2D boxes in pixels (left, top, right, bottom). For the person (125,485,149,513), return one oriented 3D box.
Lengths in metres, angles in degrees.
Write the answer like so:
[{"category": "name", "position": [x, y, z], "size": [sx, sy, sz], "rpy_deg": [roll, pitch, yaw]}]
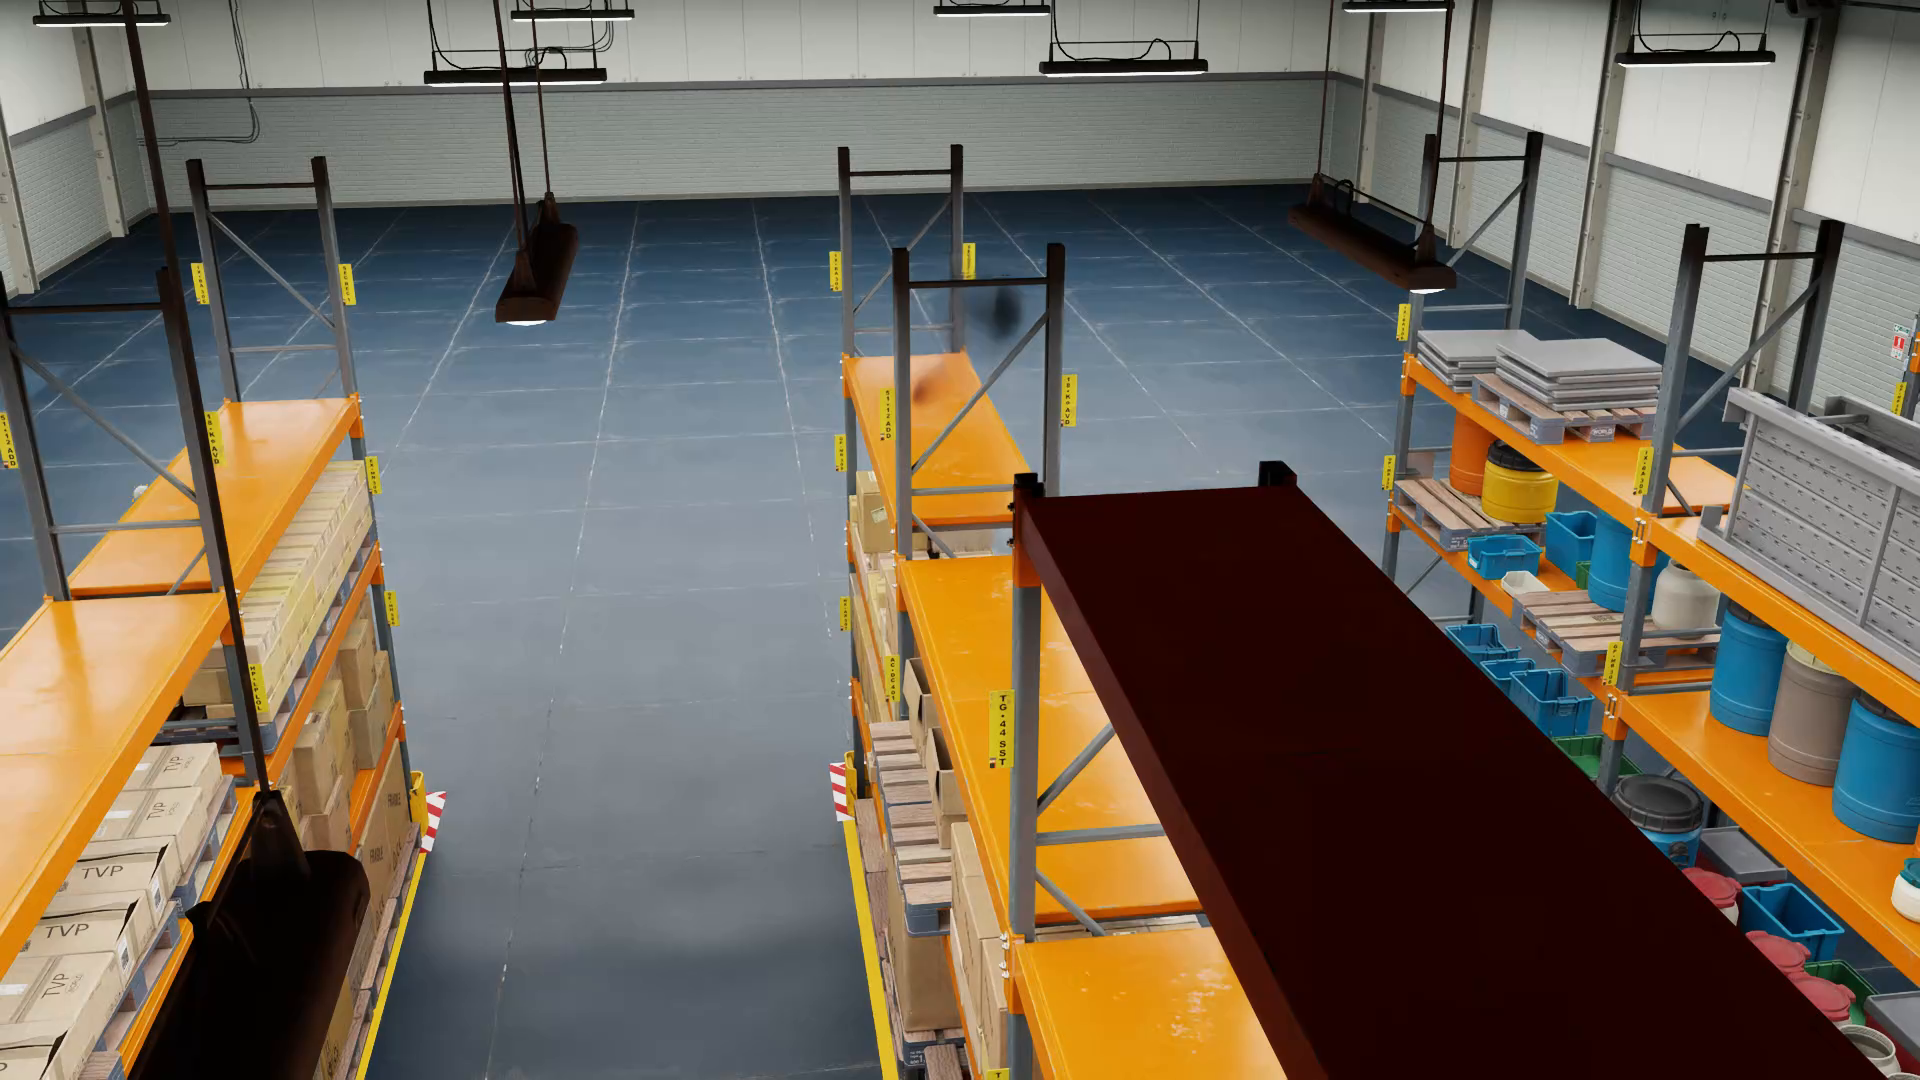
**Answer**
[{"category": "person", "position": [-8.966, 0.292, 18.715], "size": [0.747, 1.717, 1.044], "rpy_deg": [-17, 27, -37]}]
